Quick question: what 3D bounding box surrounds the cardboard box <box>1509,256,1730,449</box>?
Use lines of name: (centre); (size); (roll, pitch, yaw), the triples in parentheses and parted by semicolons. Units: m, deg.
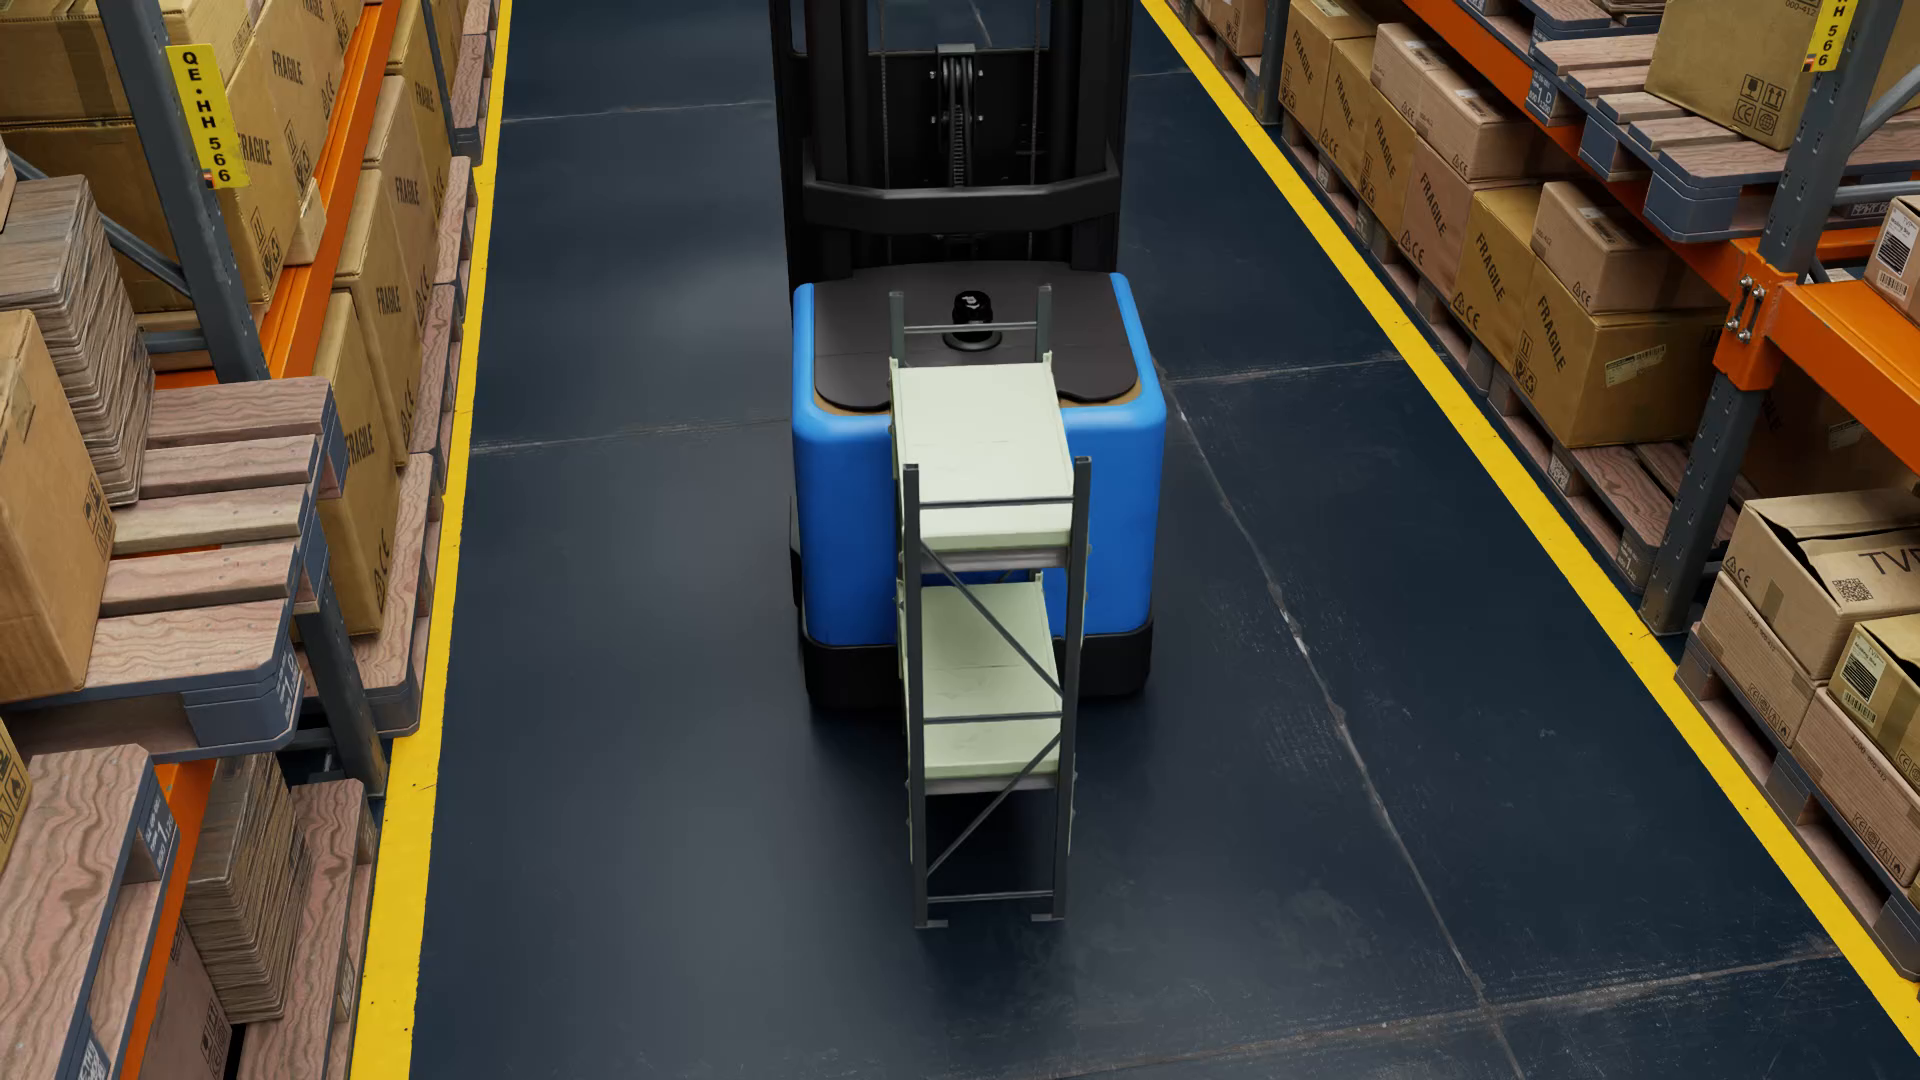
cardboard box: (2.320, -0.684, 5.865); (0.500, 0.500, 0.500); (-5, 38, -6)

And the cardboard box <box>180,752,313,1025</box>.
cardboard box: (-1.984, 0.820, 3.929); (0.700, 0.500, 0.500); (-6, 38, -7)

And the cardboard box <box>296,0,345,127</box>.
cardboard box: (-2.163, -1.526, 4.929); (0.500, 0.500, 0.500); (-6, 38, -8)

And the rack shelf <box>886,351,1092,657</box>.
rack shelf: (0.052, -0.104, 4.024); (0.431, 0.370, 0.720); (-3, 38, -3)

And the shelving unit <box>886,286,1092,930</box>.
shelving unit: (0.052, 0.204, 4.264); (0.431, 1.500, 0.755); (-3, 38, -3)

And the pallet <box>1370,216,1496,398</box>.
pallet: (2.411, -1.047, 6.926); (1.003, 0.211, 1.213); (-6, 38, -8)

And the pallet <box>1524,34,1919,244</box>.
pallet: (2.527, -1.284, 5.114); (1.213, 0.211, 1.003); (-6, 38, -8)

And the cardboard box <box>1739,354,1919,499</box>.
cardboard box: (2.917, -0.450, 5.563); (0.500, 0.500, 0.500); (-5, 38, -6)

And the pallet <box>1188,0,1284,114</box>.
pallet: (1.894, -2.688, 9.038); (1.003, 0.211, 1.213); (-6, 38, -8)

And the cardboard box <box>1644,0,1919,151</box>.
cardboard box: (2.494, -1.532, 4.853); (0.700, 0.500, 0.500); (-19, 42, -23)

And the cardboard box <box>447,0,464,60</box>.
cardboard box: (-2.977, -2.784, 8.584); (0.700, 0.500, 0.500); (-7, 38, -8)

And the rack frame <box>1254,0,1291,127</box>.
rack frame: (2.014, -3.374, 7.648); (1.000, 3.000, 0.127); (-6, 38, -8)

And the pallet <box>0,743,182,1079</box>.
pallet: (-1.774, 0.844, 2.375); (1.003, 0.211, 1.213); (-6, 38, -8)

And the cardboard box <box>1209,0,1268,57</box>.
cardboard box: (1.635, -2.874, 8.684); (0.500, 0.500, 0.500); (-6, 38, -8)

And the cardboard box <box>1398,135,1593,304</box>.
cardboard box: (2.132, -1.313, 6.674); (0.500, 0.500, 0.500); (-8, 38, -10)

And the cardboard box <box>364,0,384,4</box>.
cardboard box: (-2.352, -2.109, 6.209); (0.380, 0.149, 0.250); (-6, 38, -8)

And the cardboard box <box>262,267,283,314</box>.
cardboard box: (-2.026, -0.709, 4.405); (0.380, 0.149, 0.250); (-6, 38, -7)

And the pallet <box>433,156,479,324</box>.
pallet: (-2.653, -1.280, 7.225); (1.003, 0.211, 1.213); (-6, 38, -8)

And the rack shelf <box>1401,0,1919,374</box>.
rack shelf: (2.365, -1.882, 6.314); (1.077, 0.370, 4.000); (-6, 38, -8)

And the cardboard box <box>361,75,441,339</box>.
cardboard box: (-2.462, -1.241, 6.312); (0.750, 0.750, 0.750); (-5, 38, -7)

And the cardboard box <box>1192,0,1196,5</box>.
cardboard box: (1.503, -3.253, 9.325); (0.500, 0.311, 0.500); (-6, 38, -8)

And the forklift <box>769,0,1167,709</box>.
forklift: (-0.044, -1.540, 5.343); (1.130, 2.935, 3.031); (-2, 38, -3)

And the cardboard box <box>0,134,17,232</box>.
cardboard box: (-2.071, -0.687, 3.221); (0.380, 0.149, 0.250); (-11, 39, -14)

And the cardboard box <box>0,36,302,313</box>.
cardboard box: (-1.994, -0.909, 4.134); (0.500, 0.500, 0.500); (-5, 38, -7)

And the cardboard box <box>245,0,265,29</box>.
cardboard box: (-2.082, -1.510, 4.298); (0.500, 0.250, 0.500); (-7, 38, -9)

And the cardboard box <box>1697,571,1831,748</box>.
cardboard box: (2.518, 0.310, 4.805); (0.500, 0.250, 0.500); (-6, 38, -8)

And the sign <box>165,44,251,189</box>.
sign: (-1.629, -0.913, 3.601); (0.100, 0.325, 0.005); (-6, 38, -8)

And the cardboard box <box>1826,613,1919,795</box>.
cardboard box: (2.618, 0.405, 4.226); (0.500, 0.311, 0.500); (-7, 38, -9)

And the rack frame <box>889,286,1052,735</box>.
rack frame: (0.026, -0.021, 4.552); (0.400, 1.500, 0.023); (-3, 38, -3)

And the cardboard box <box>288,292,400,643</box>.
cardboard box: (-2.161, -0.198, 4.970); (0.750, 0.750, 0.750); (-7, 38, -9)

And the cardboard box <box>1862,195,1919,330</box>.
cardboard box: (2.736, -0.698, 4.277); (0.500, 0.311, 0.500); (-4, 38, -5)

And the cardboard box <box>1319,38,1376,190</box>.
cardboard box: (1.963, -1.921, 7.457); (0.500, 0.500, 0.500); (-6, 38, -7)

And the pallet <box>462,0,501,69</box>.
pallet: (-3.136, -2.944, 9.367); (1.003, 0.211, 1.213); (-6, 38, -8)

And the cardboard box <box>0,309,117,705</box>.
cardboard box: (-1.944, -0.019, 2.889); (0.700, 0.500, 0.500); (-10, 39, -12)

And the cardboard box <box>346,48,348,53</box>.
cardboard box: (-2.345, -1.802, 5.813); (0.380, 0.149, 0.250); (-7, 38, -9)

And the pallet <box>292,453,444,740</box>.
pallet: (-2.225, 0.194, 5.328); (1.003, 0.211, 1.213); (-6, 38, -8)

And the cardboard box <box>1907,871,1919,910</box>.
cardboard box: (2.704, 0.927, 4.011); (0.500, 0.250, 0.500); (-7, 38, -9)

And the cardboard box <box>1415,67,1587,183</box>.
cardboard box: (2.123, -1.631, 6.473); (0.500, 0.250, 0.500); (-7, 38, -9)

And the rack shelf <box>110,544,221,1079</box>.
rack shelf: (-1.810, 1.069, 2.515); (1.077, 0.370, 4.000); (-6, 38, -8)

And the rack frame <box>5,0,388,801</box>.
rack frame: (-2.161, -0.423, 3.849); (1.000, 3.000, 0.127); (-6, 38, -8)

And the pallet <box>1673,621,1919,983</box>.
pallet: (2.821, 0.645, 4.748); (1.003, 0.211, 1.213); (-6, 38, -8)
